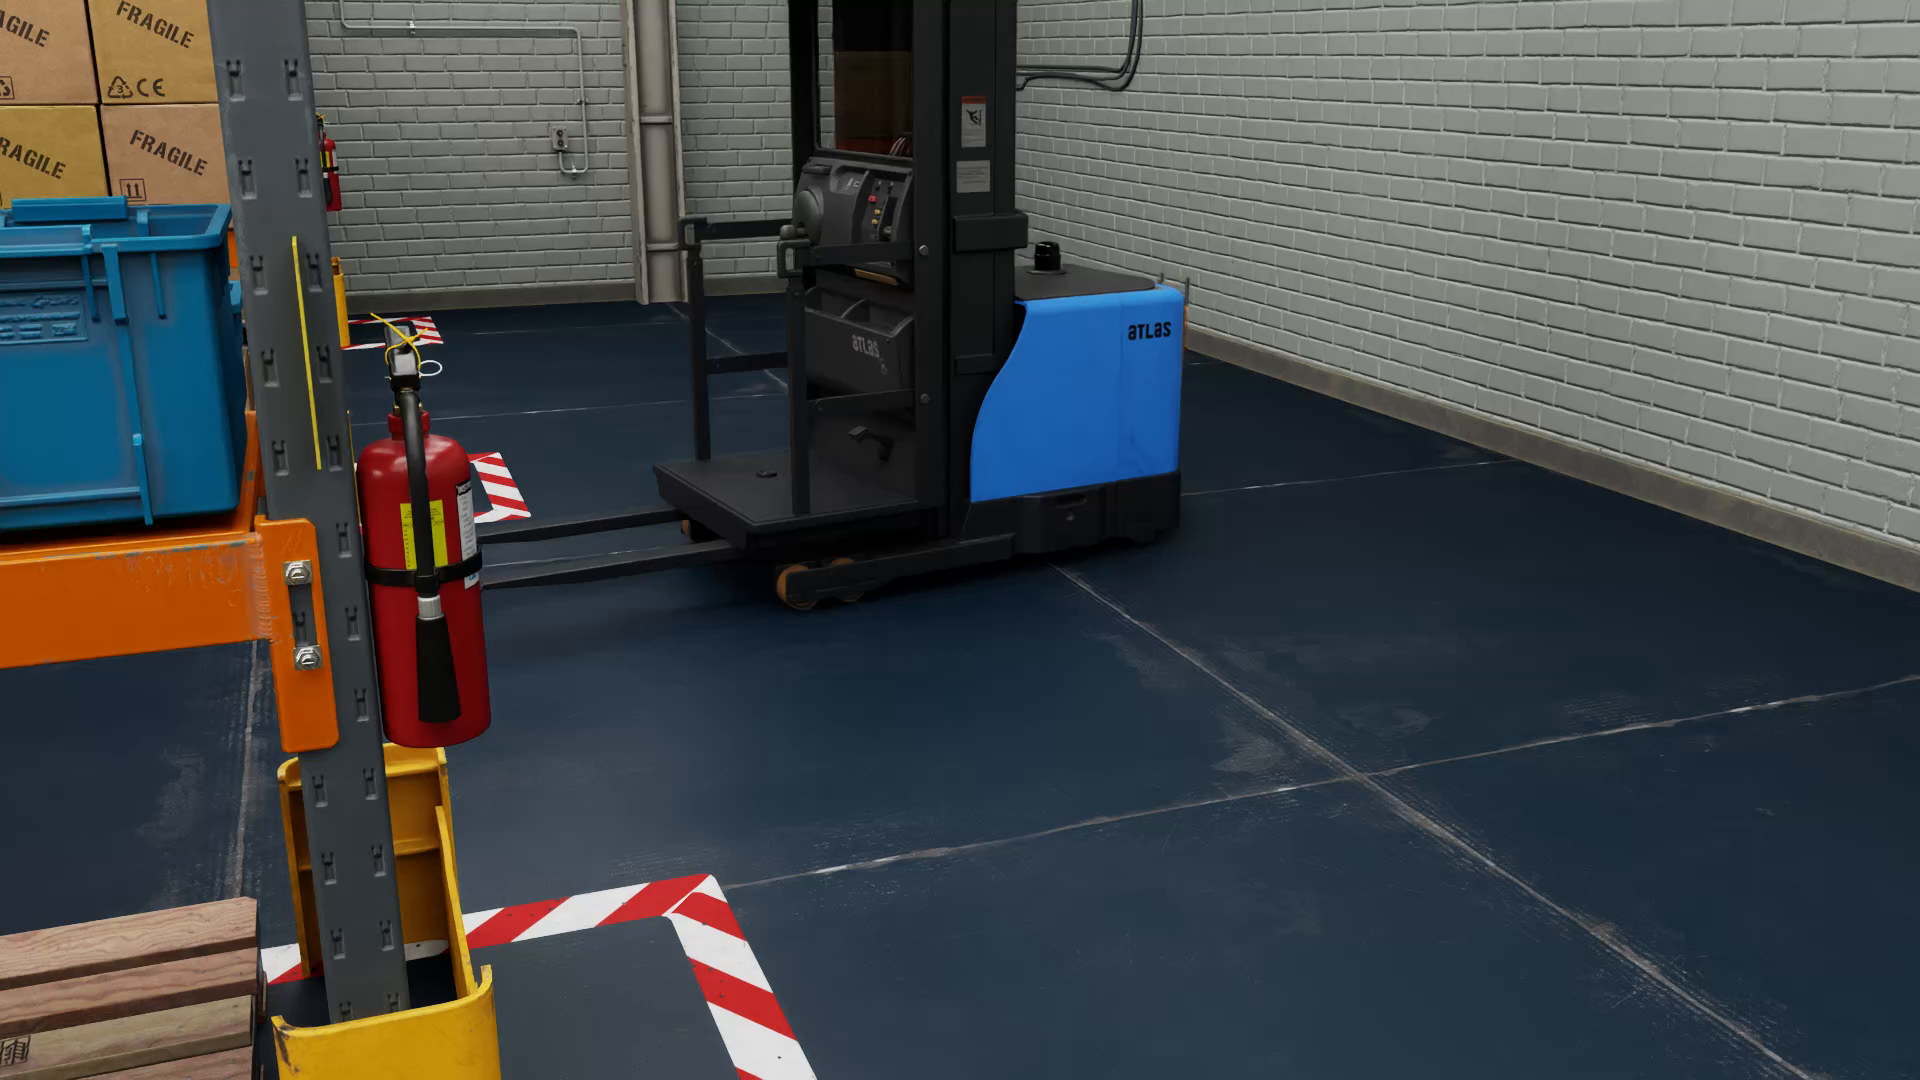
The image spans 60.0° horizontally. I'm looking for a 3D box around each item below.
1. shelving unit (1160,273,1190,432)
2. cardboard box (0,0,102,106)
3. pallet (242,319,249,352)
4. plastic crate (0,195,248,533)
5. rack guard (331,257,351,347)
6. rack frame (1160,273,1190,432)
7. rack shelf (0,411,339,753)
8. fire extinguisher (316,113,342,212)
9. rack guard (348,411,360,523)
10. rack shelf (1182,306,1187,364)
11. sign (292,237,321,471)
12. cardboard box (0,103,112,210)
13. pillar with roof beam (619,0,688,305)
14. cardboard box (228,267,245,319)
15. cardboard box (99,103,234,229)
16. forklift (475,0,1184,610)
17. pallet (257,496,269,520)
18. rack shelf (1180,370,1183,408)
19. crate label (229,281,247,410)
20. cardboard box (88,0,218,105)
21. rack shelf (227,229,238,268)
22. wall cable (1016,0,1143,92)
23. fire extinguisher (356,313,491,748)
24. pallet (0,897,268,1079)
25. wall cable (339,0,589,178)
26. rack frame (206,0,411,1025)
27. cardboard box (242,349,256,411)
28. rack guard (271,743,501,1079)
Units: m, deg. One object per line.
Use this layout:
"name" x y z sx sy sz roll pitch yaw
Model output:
"shelving unit" 0.832 -0.654 7.447 0.252 1.050 0.215 -7 18 -30
"cardboard box" -3.713 -1.997 6.622 0.500 0.500 0.500 -6 17 -19
"pallet" -5.419 -1.501 11.836 1.213 0.211 1.003 -6 17 -20
"plastic crate" -1.401 -0.297 2.616 0.499 0.435 0.616 -6 17 -20
"rack guard" -4.678 -1.744 12.148 0.348 0.500 1.175 -6 17 -20
"rack frame" 0.937 -0.668 7.509 0.008 1.050 0.200 -7 18 -30
"rack shelf" -3.023 0.213 2.326 4.000 0.370 1.077 -6 17 -20
"fire extinguisher" -4.394 -2.618 11.489 0.183 0.674 0.296 -6 17 -20
"rack guard" -2.995 -0.430 7.677 0.348 0.500 1.175 -6 17 -20
"rack shelf" 0.841 -0.918 7.375 0.240 0.259 0.215 -7 18 -30
"sign" -0.943 -0.269 2.401 0.005 0.325 0.100 -6 17 -20
"cardboard box" -3.728 -1.515 6.758 0.500 0.500 0.500 -6 17 -20
"pillar with roof beam" -0.948 -5.186 8.787 0.400 9.000 9.100 -6 17 -20
"cardboard box" -5.318 -1.846 11.751 0.500 0.500 0.700 -6 17 -20
"cardboard box" -3.245 -1.569 6.939 0.500 0.500 0.500 -6 17 -18
"forklift" -0.602 -1.315 6.374 3.031 2.935 1.130 -9 19 -28
"pallet" -3.739 -0.211 7.443 1.213 0.211 1.003 -6 17 -20
"rack shelf" 0.832 -0.644 7.450 0.240 0.259 0.215 -7 18 -30
"crate label" -1.503 -0.344 3.137 0.303 0.233 0.416 -6 17 -20
"cardboard box" -3.241 -2.048 6.797 0.500 0.500 0.500 -6 18 -21
"rack shelf" -4.792 -1.091 6.765 4.000 0.370 1.077 -6 17 -20
"wall cable" 0.709 -4.805 13.002 0.112 2.526 3.097 -6 17 -20
"fire extinguisher" -0.852 -0.013 2.619 0.183 0.674 0.296 -6 17 -20
"pallet" -1.939 1.077 3.056 1.213 0.211 1.003 -6 17 -20
"wall cable" -3.843 -3.806 12.932 1.851 1.984 0.084 -6 17 -20
"rack frame" -1.155 -0.334 2.911 0.127 3.000 1.000 -6 17 -20
"cardboard box" -3.344 -0.530 7.234 0.500 0.500 0.500 -6 17 -20
"rack guard" -1.137 0.860 3.284 0.348 0.500 1.175 -6 17 -20
